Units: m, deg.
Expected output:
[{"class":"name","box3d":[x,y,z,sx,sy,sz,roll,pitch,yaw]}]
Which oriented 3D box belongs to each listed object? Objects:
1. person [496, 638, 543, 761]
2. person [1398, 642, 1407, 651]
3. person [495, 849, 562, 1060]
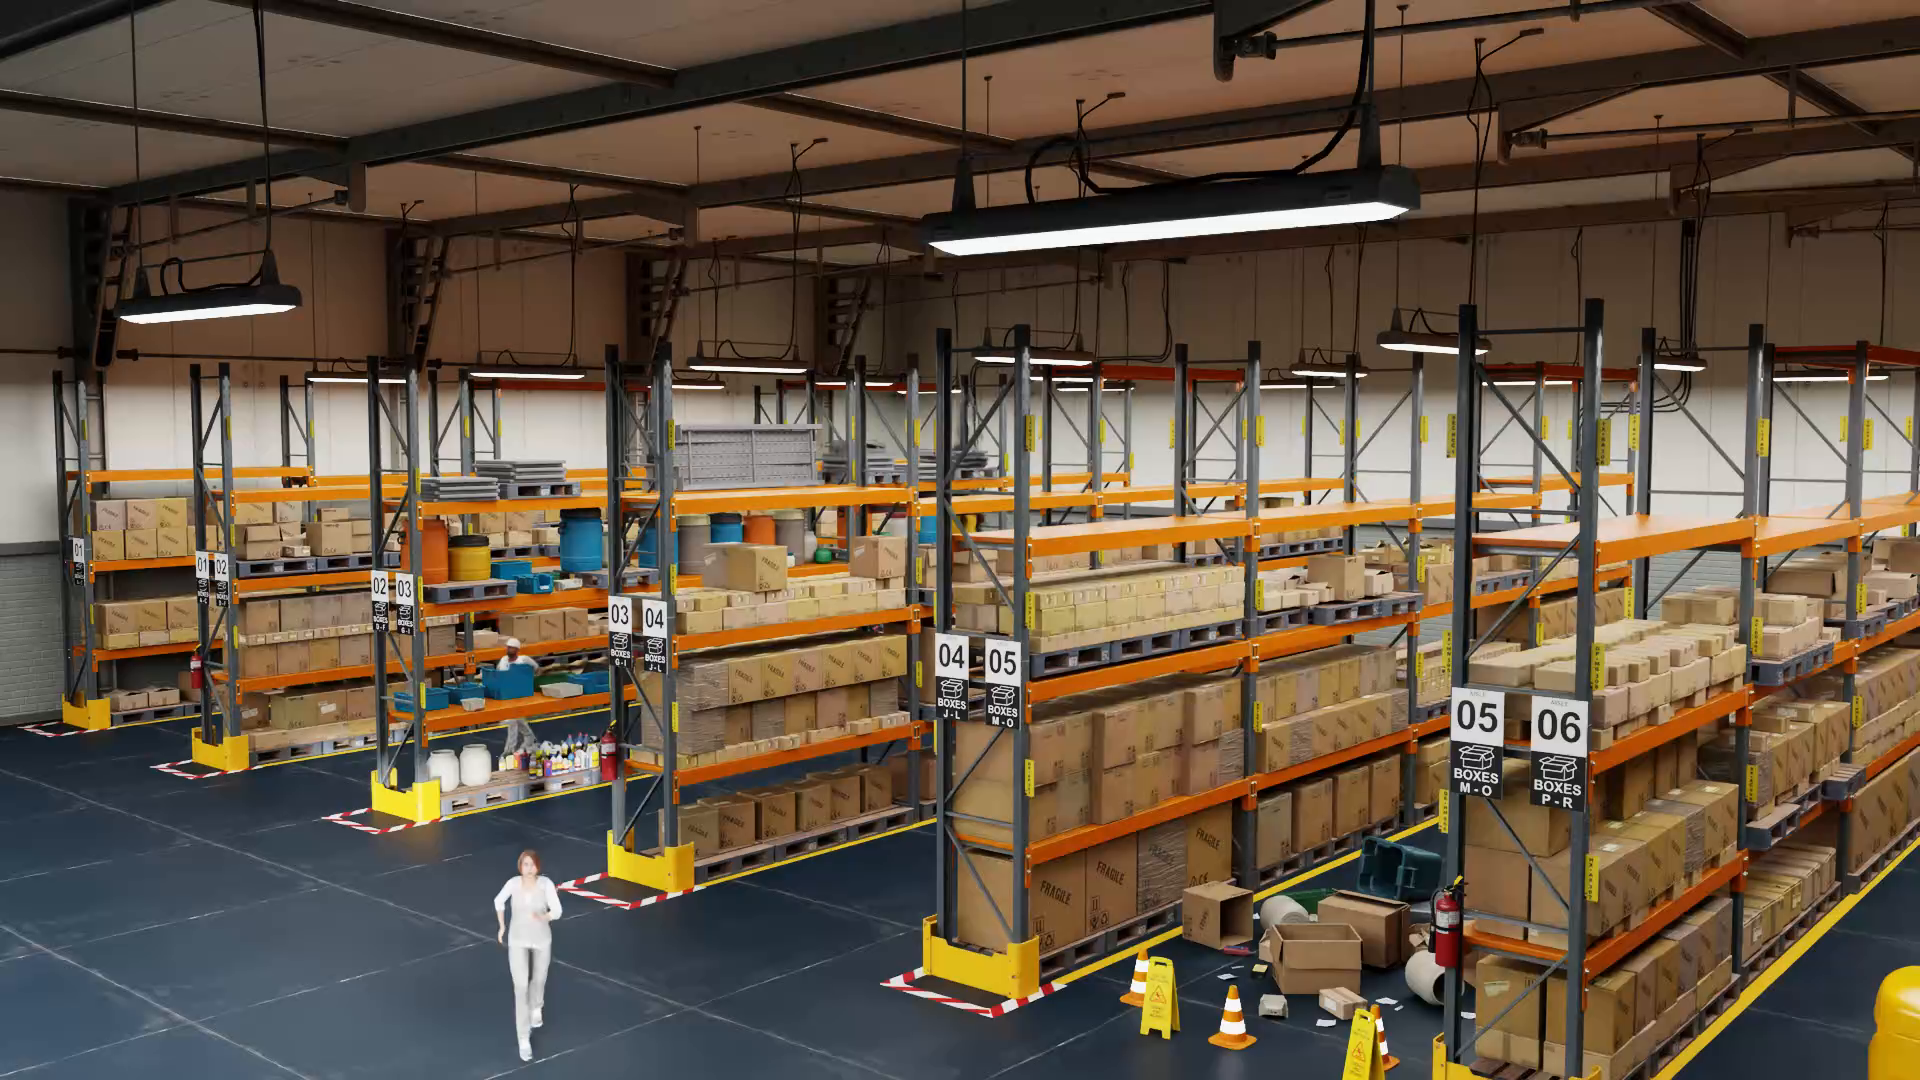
[{"class":"person","box3d":[-6.831,2.406,25.536,0.704,1.813,0.906,2,5,29]},{"class":"person","box3d":[6.920,2.444,25.790,0.764,1.728,0.706,3,5,38]},{"class":"person","box3d":[-3.560,3.365,13.747,0.519,1.612,0.797,-1,4,-19]}]
